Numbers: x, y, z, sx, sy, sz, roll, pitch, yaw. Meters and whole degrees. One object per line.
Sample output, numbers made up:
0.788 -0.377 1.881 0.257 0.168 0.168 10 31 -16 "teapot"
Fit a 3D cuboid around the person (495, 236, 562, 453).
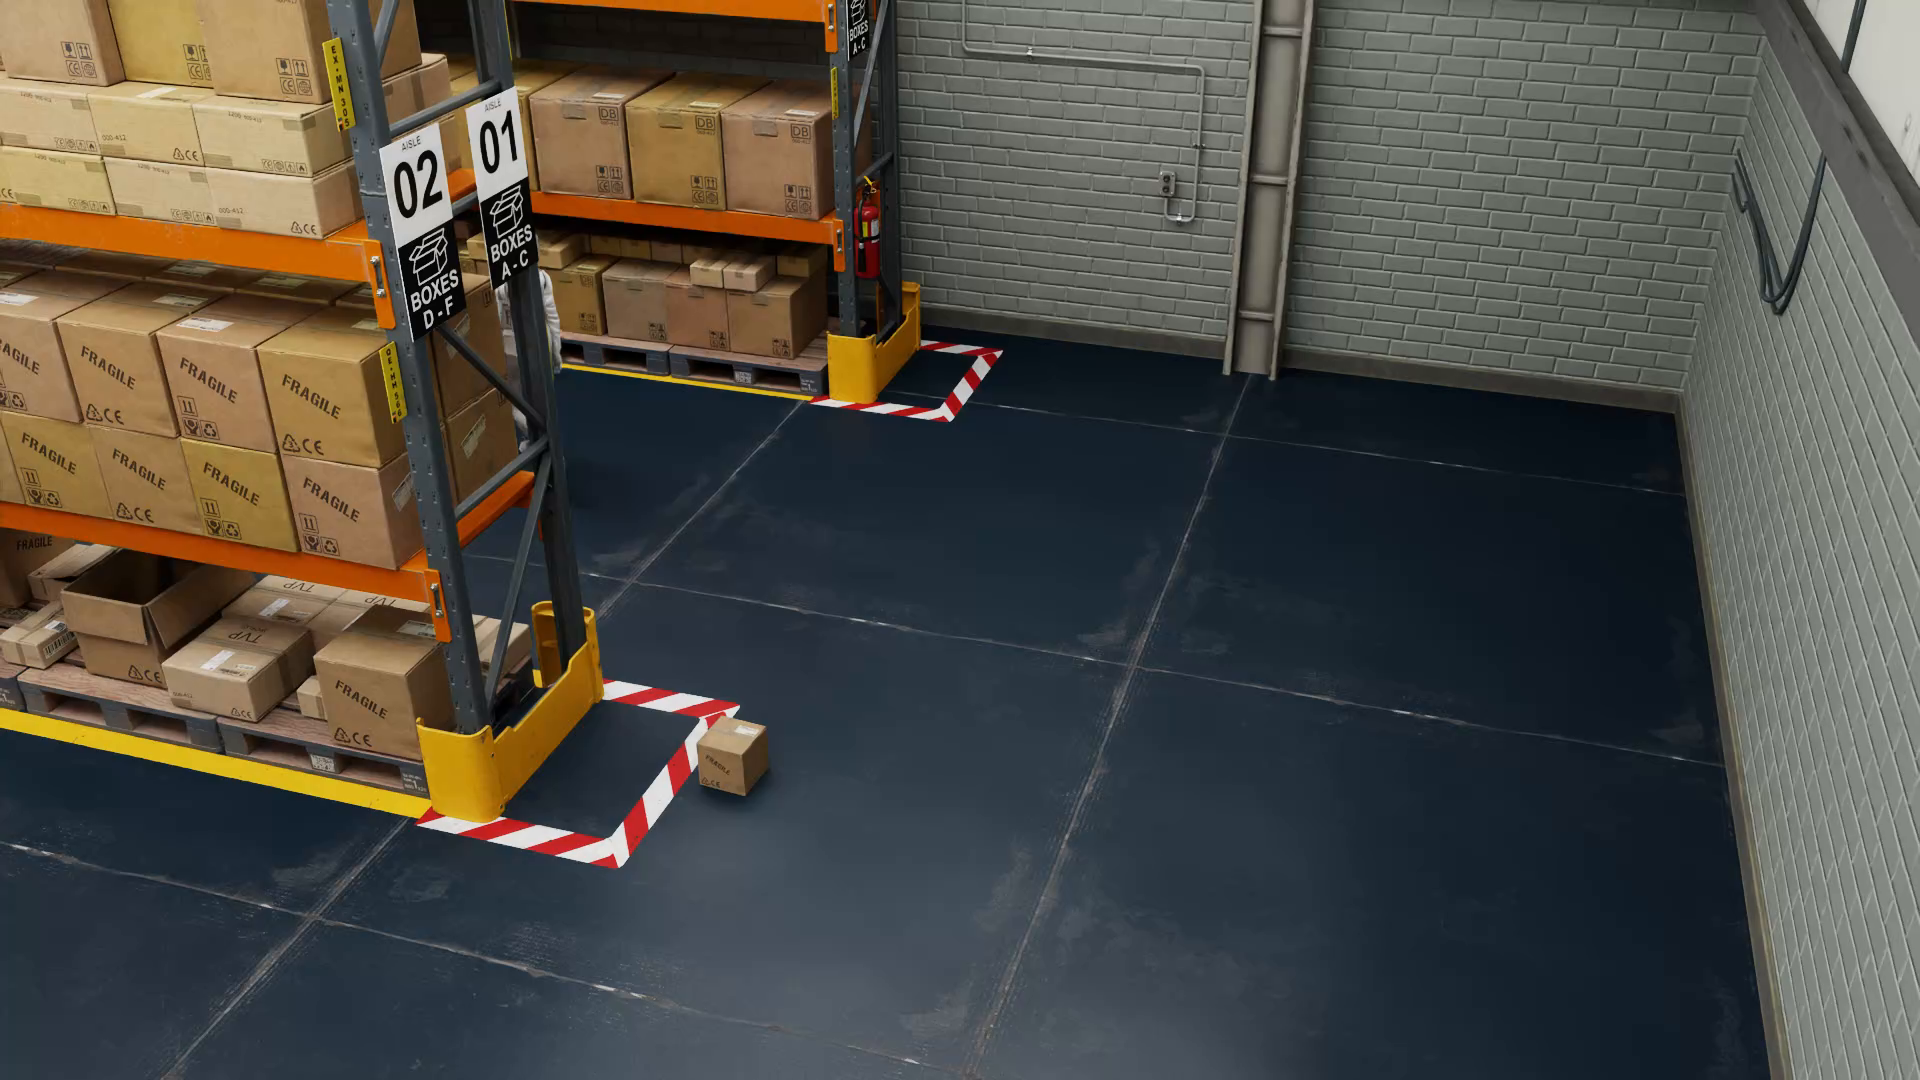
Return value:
-2.770 -1.192 10.562 0.490 1.666 0.743 -22 36 -34 "person"
